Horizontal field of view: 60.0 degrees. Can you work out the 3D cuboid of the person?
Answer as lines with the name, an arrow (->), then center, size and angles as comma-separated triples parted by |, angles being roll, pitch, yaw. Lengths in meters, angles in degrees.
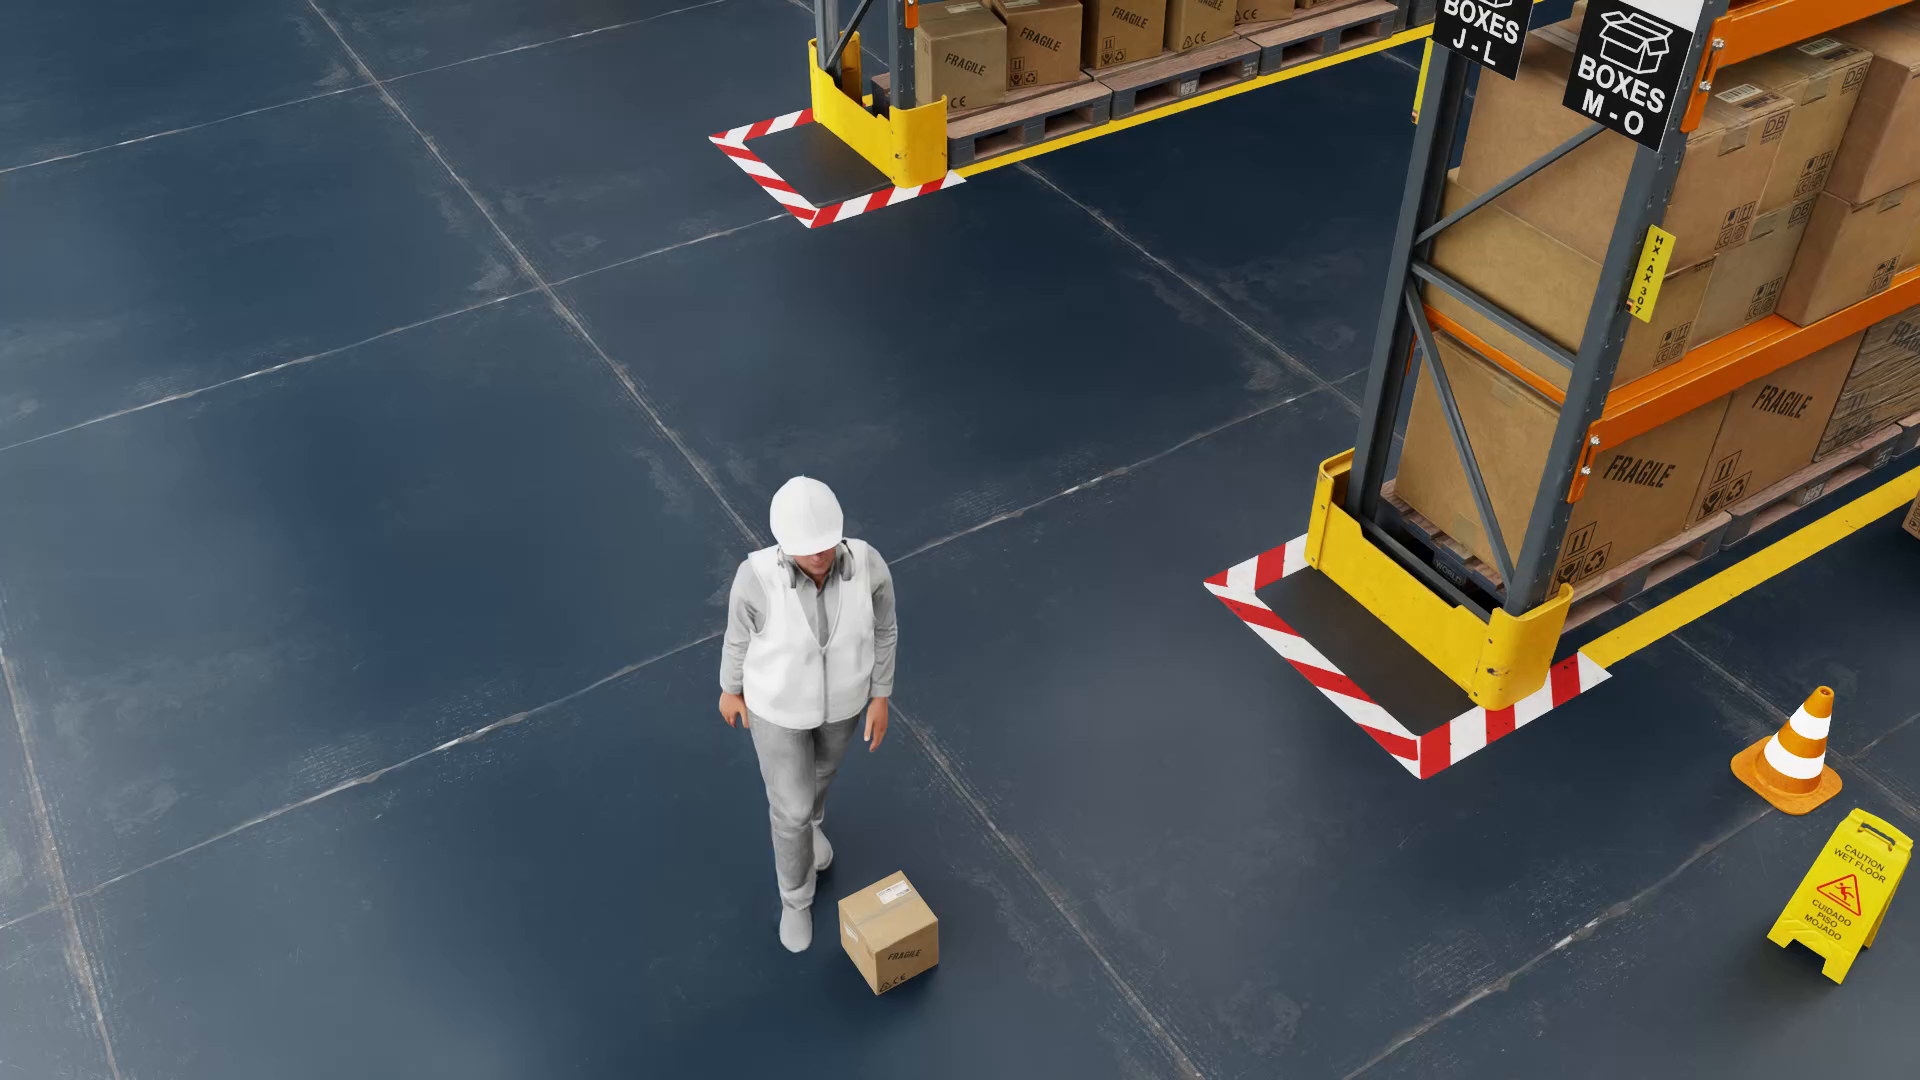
person -> -0.474, 0.554, 5.520 | 0.581, 1.835, 0.609 | -16, 43, -18
